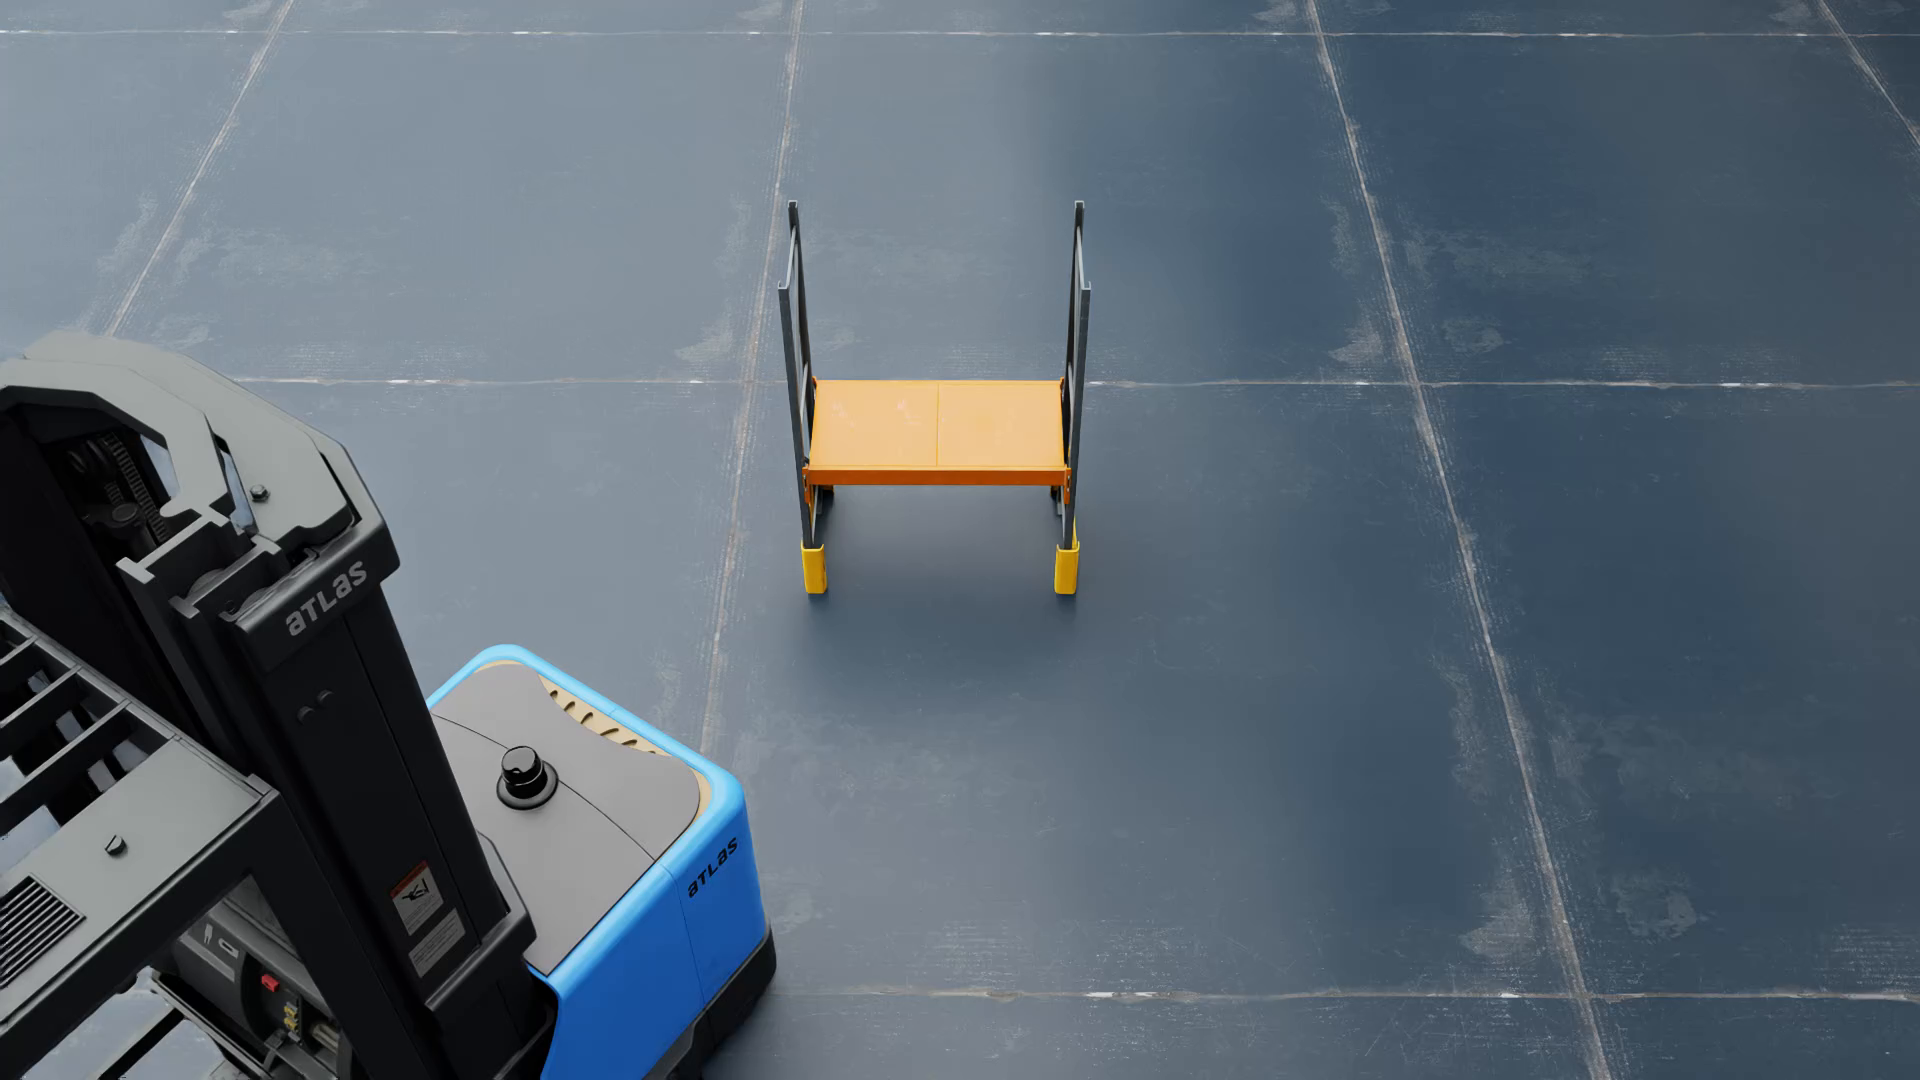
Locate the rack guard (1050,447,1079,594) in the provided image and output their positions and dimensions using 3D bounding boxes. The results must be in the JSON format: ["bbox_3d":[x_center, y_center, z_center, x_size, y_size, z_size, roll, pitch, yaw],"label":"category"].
[{"bbox_3d":[0.422,-0.084,6.738,0.087,0.250,0.587,0,47,0],"label":"rack guard"}]

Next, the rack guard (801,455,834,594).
[{"bbox_3d":[-0.574,-0.087,6.741,0.087,0.250,0.587,0,47,0],"label":"rack guard"}]

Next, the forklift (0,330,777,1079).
[{"bbox_3d":[-1.849,1.116,3.789,1.130,2.935,3.031,27,53,23],"label":"forklift"}]

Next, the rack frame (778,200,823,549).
[{"bbox_3d":[-0.594,-0.513,6.283,0.032,1.500,0.500,0,47,0],"label":"rack frame"}]

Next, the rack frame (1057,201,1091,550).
[{"bbox_3d":[0.423,-0.510,6.281,0.032,1.500,0.500,0,47,0],"label":"rack frame"}]

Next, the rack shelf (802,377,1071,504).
[{"bbox_3d":[-0.085,-0.389,6.414,1.000,0.185,0.538,0,47,0],"label":"rack shelf"}]

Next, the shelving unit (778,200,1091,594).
[{"bbox_3d":[-0.076,-0.511,6.282,1.083,1.500,0.587,0,47,0],"label":"shelving unit"}]
